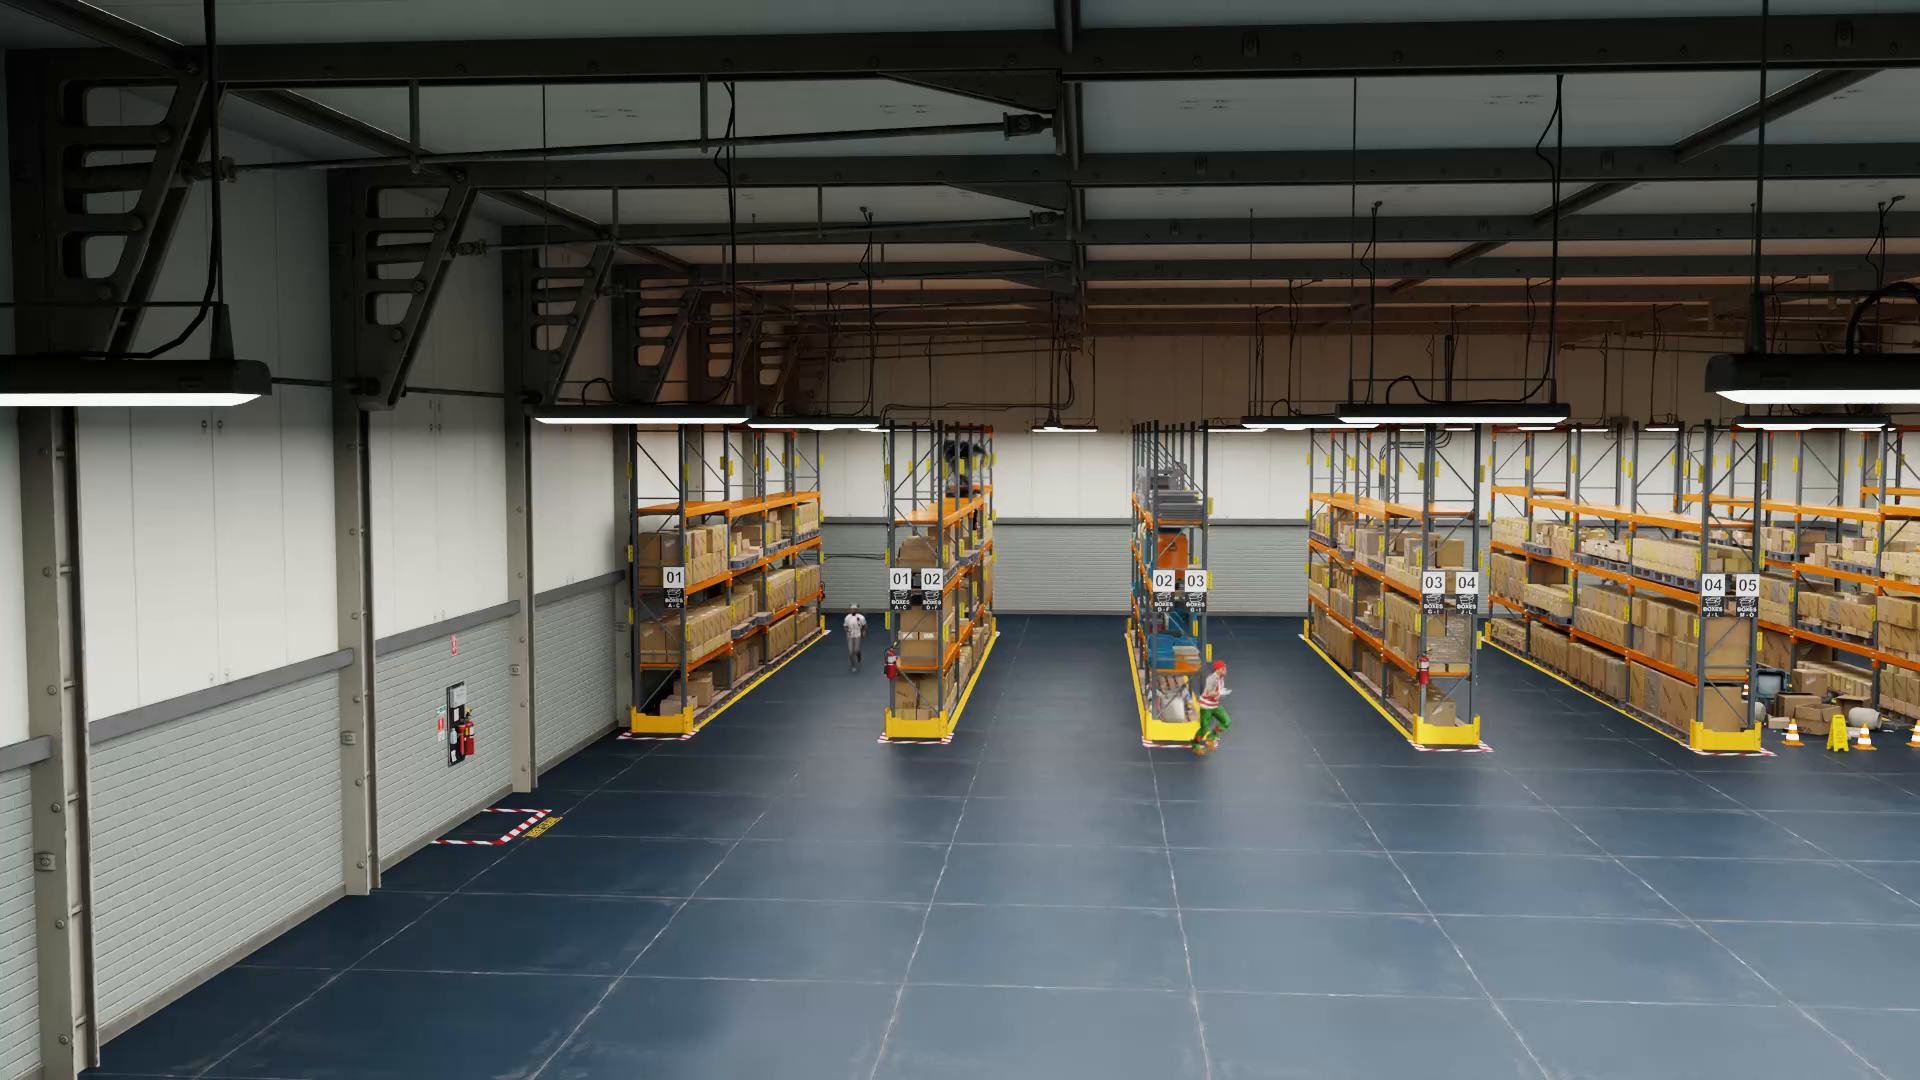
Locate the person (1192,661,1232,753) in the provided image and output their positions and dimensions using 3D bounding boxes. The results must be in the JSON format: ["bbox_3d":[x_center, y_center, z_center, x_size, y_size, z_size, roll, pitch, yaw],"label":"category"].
[{"bbox_3d":[4.497,2.975,29.575,0.863,1.698,0.642,3,5,41],"label":"person"}]

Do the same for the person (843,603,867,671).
[{"bbox_3d":[-2.546,2.357,40.132,0.561,1.652,0.562,0,4,5],"label":"person"}]

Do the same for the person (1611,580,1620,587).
[{"bbox_3d":[18.544,1.897,47.143,0.669,1.676,0.639,0,4,-2],"label":"person"}]

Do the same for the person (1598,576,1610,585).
[{"bbox_3d":[18.828,1.825,48.708,0.818,1.671,0.587,-1,4,-22],"label":"person"}]
